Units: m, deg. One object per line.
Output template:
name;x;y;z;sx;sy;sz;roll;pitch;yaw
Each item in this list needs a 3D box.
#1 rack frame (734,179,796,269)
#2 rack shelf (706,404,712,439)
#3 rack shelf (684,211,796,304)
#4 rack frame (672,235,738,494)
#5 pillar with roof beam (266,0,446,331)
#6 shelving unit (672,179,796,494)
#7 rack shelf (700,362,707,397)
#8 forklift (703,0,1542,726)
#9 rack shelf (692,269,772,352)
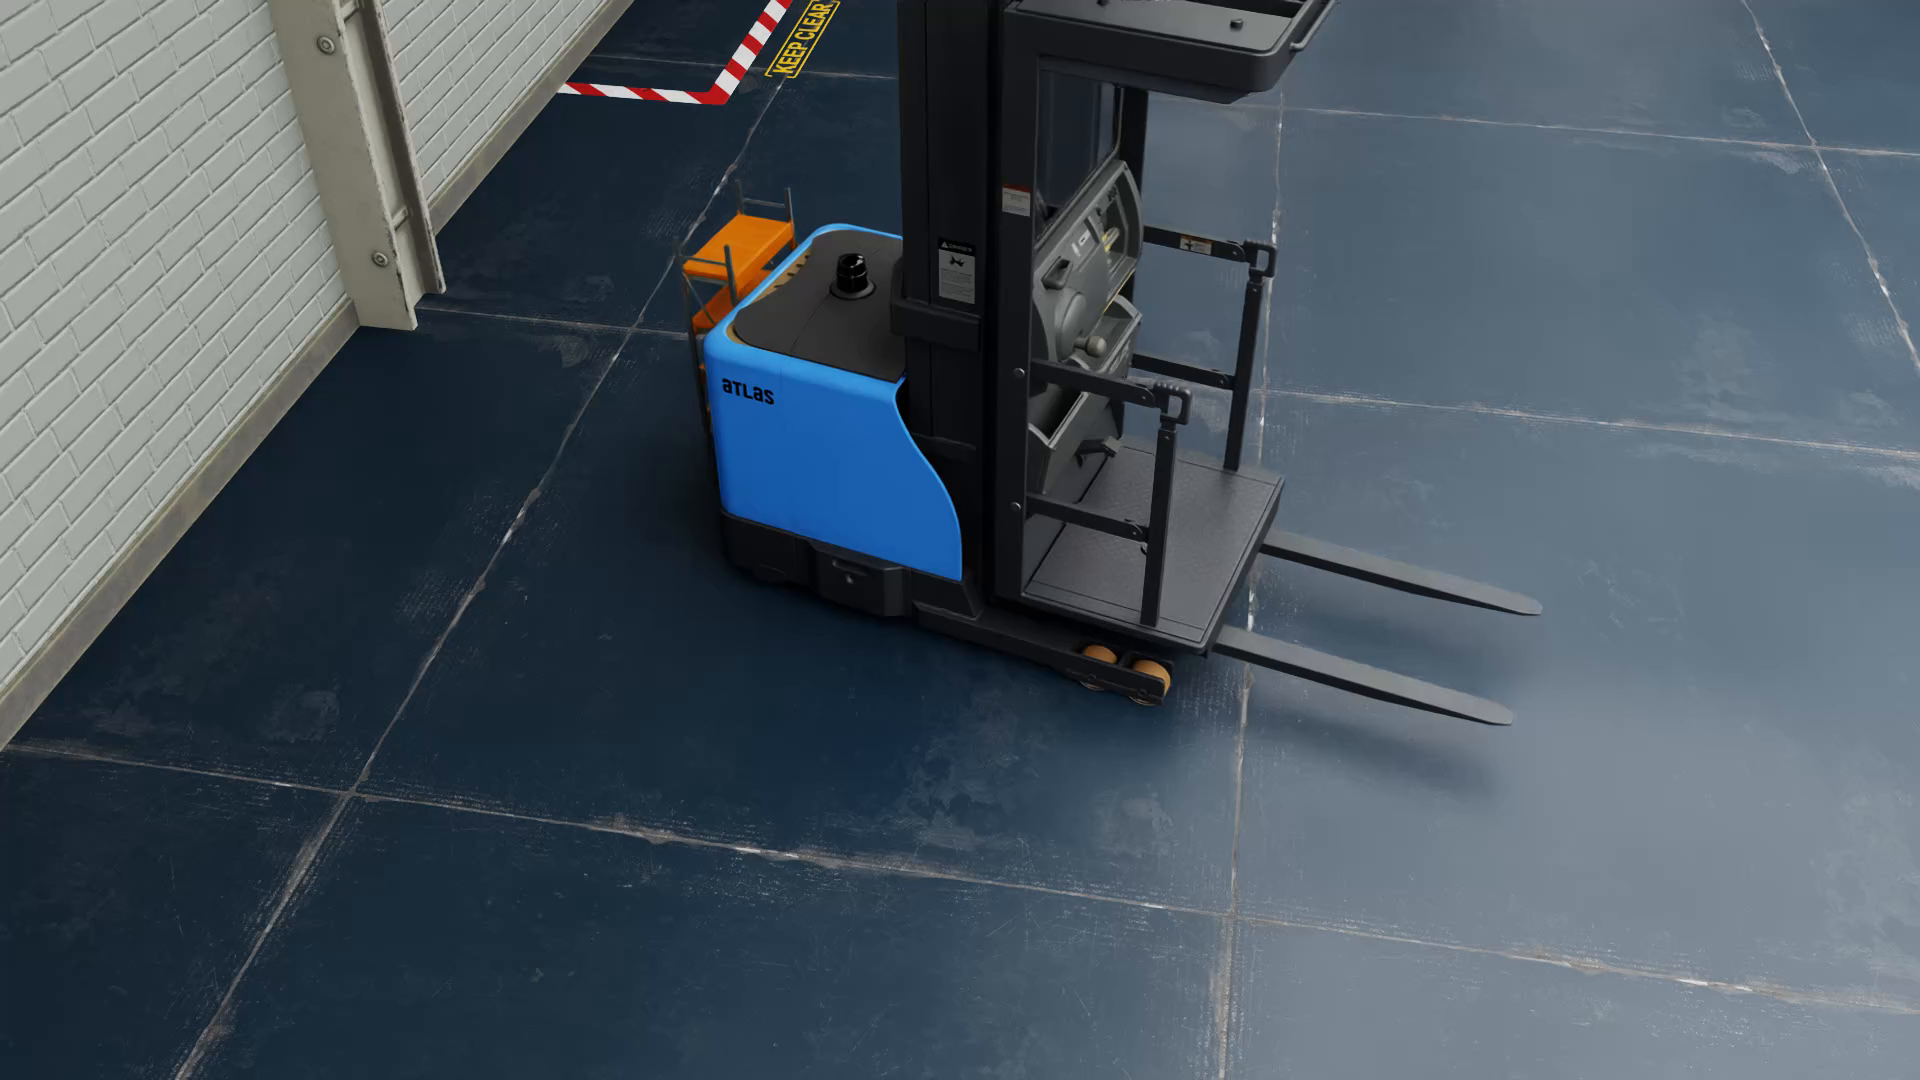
rack frame;-0.759;-0.936;6.932;0.240;1.200;0.015;13;41;19
rack shelf;-0.842;-0.585;6.924;0.258;0.148;0.480;13;41;19
rack shelf;-0.866;-1.098;6.512;0.258;0.148;0.480;13;41;19
rack frame;-0.945;-0.648;6.584;0.240;1.200;0.015;13;41;19
pillar with roof beam;1.504;-4.138;4.693;9.100;9.000;0.400;6;40;8
shelving unit;-0.852;-0.792;6.758;0.258;1.200;0.503;13;41;19
rack shelf;-0.849;-0.739;6.800;0.258;0.148;0.480;13;41;19
forklift;0.623;-0.917;5.559;3.031;2.935;1.130;16;42;18
rack shelf;-0.858;-0.914;6.660;0.258;0.148;0.480;13;41;19
